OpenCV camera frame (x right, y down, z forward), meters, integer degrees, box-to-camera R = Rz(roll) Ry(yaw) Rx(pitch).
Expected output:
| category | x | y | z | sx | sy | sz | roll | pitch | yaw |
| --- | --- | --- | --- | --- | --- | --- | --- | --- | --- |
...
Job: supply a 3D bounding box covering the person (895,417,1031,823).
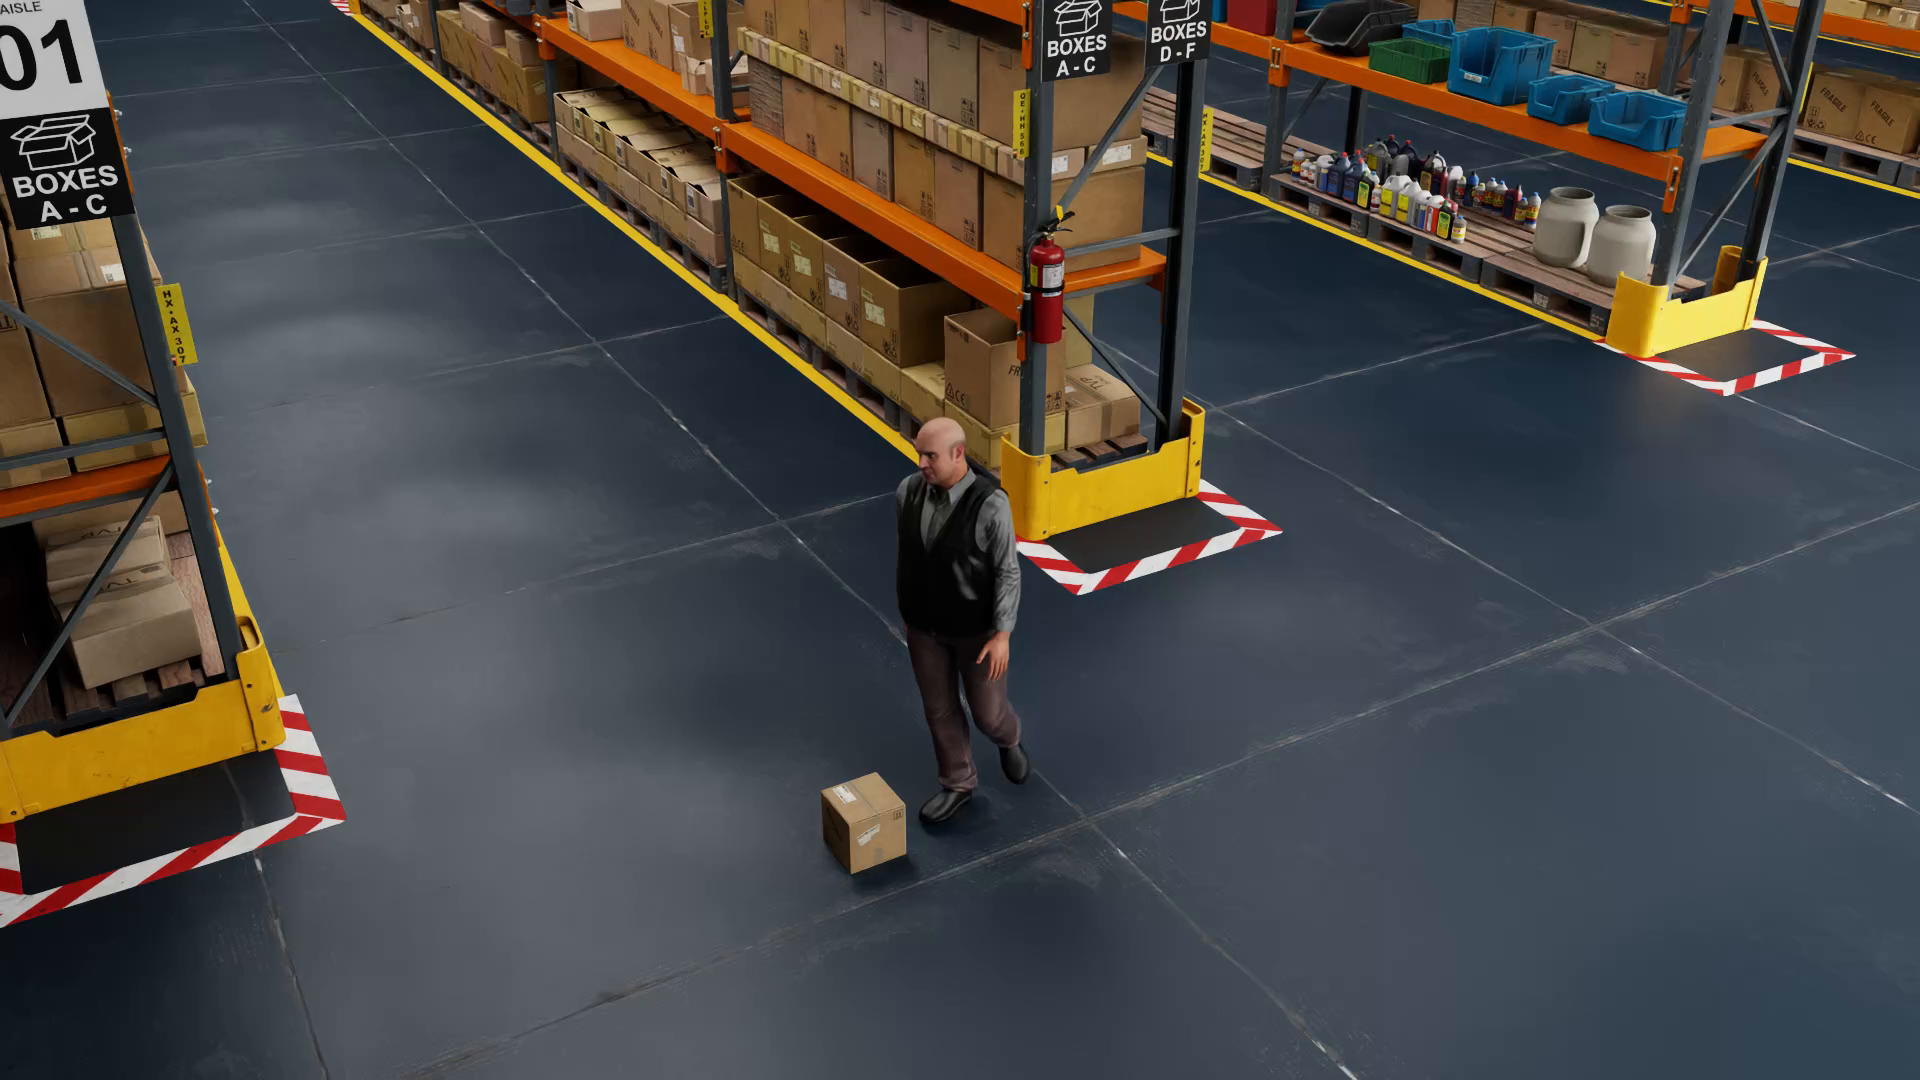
| category | x | y | z | sx | sy | sz | roll | pitch | yaw |
| --- | --- | --- | --- | --- | --- | --- | --- | --- | --- |
| person | 0.003 | 0.303 | 6.581 | 0.567 | 1.714 | 0.584 | 14 | 32 | 23 |
